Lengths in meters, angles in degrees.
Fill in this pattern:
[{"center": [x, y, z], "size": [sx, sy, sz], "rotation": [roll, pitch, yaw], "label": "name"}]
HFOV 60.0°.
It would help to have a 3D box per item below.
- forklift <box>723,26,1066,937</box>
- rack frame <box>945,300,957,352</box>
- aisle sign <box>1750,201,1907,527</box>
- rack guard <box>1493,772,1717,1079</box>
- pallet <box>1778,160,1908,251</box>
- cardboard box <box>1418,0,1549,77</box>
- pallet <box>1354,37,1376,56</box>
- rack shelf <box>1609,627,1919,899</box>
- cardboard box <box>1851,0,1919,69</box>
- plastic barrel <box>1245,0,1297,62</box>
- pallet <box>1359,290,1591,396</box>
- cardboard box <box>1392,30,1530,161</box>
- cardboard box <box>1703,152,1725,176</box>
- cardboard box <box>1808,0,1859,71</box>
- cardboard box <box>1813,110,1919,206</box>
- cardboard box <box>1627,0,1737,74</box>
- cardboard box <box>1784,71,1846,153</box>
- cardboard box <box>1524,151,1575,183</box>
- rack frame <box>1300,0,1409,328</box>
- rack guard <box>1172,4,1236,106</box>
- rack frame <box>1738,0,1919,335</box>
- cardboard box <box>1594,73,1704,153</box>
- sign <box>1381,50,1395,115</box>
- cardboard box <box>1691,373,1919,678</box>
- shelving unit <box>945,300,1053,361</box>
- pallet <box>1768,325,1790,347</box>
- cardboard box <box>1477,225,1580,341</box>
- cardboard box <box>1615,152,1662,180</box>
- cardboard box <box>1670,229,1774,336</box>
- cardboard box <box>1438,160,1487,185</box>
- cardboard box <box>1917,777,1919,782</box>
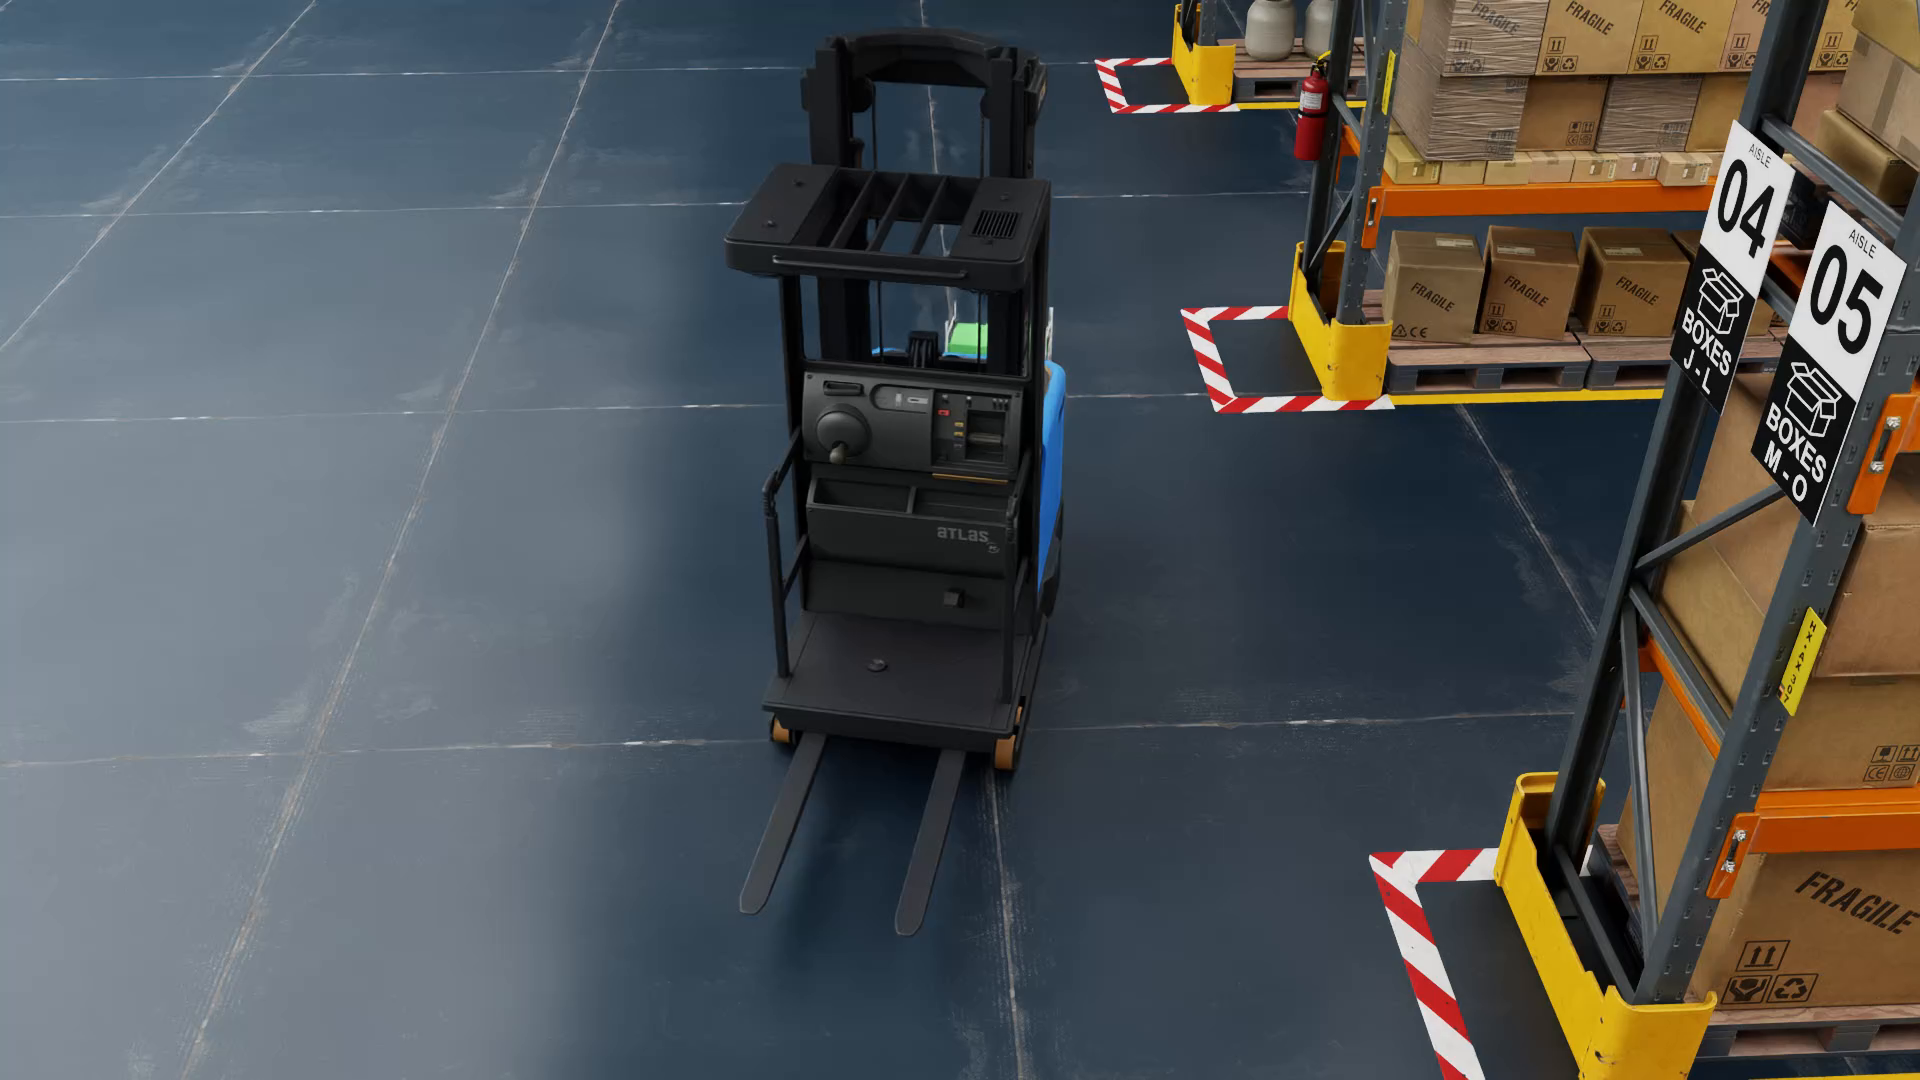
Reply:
[{"center": [-0.237, -0.422, 6.784], "size": [1.130, 2.935, 3.031], "rotation": [6, 35, 8], "label": "forklift"}, {"center": [-0.043, -0.651, 8.637], "size": [0.015, 1.200, 0.240], "rotation": [6, 35, 8], "label": "rack frame"}, {"center": [2.339, -0.472, 4.512], "size": [0.004, 0.787, 0.394], "rotation": [-2, 35, -2], "label": "aisle sign"}, {"center": [2.371, 1.453, 6.211], "size": [0.348, 0.500, 1.175], "rotation": [-2, 35, -2], "label": "rack guard"}, {"center": [3.136, -0.798, 4.710], "size": [1.213, 0.211, 1.003], "rotation": [-2, 35, -2], "label": "pallet"}, {"center": [2.824, -2.832, 8.979], "size": [0.500, 0.500, 0.500], "rotation": [-2, 35, -2], "label": "cardboard box"}, {"center": [4.128, -4.145, 14.554], "size": [1.213, 0.211, 1.003], "rotation": [-2, 35, -2], "label": "pallet"}, {"center": [4.393, 0.666, 5.783], "size": [4.000, 0.370, 1.077], "rotation": [-2, 35, -2], "label": "rack shelf"}, {"center": [2.716, -1.449, 4.636], "size": [0.250, 0.149, 0.380], "rotation": [-1, 35, -2], "label": "cardboard box"}, {"center": [2.681, -4.424, 14.324], "size": [0.421, 0.512, 0.421], "rotation": [0, 35, 0], "label": "plastic barrel"}, {"center": [3.151, -1.255, 10.378], "size": [1.213, 0.211, 1.003], "rotation": [-2, 35, -2], "label": "pallet"}, {"center": [2.812, -2.560, 9.464], "size": [0.500, 0.500, 0.875], "rotation": [-2, 35, -2], "label": "cardboard box"}, {"center": [4.304, -2.234, 9.563], "size": [0.250, 0.149, 0.380], "rotation": [-2, 35, -2], "label": "cardboard box"}, {"center": [4.822, -2.884, 9.054], "size": [0.500, 0.500, 0.500], "rotation": [-2, 35, -2], "label": "cardboard box"}, {"center": [2.711, -1.121, 4.862], "size": [0.250, 0.149, 0.380], "rotation": [-2, 35, -2], "label": "cardboard box"}, {"center": [3.823, -2.856, 9.013], "size": [0.500, 0.500, 0.500], "rotation": [-2, 35, -2], "label": "cardboard box"}, {"center": [4.809, -2.628, 9.562], "size": [0.500, 0.500, 0.875], "rotation": [-2, 35, -2], "label": "cardboard box"}, {"center": [3.307, -2.179, 9.484], "size": [0.250, 0.149, 0.380], "rotation": [-2, 35, -2], "label": "cardboard box"}, {"center": [2.261, -2.398, 9.579], "size": [0.127, 3.000, 1.000], "rotation": [-2, 35, -2], "label": "rack frame"}, {"center": [2.101, -4.214, 14.400], "size": [0.348, 0.500, 1.175], "rotation": [-2, 35, -2], "label": "rack guard"}, {"center": [2.395, -2.042, 3.794], "size": [0.127, 3.000, 1.000], "rotation": [-2, 35, -2], "label": "rack frame"}, {"center": [3.807, -2.631, 9.566], "size": [0.500, 0.500, 0.875], "rotation": [-2, 35, -2], "label": "cardboard box"}, {"center": [2.287, -2.445, 8.887], "size": [0.005, 0.325, 0.100], "rotation": [-2, 35, -2], "label": "sign"}, {"center": [2.768, -0.069, 5.133], "size": [0.550, 0.550, 0.875], "rotation": [-2, 35, -2], "label": "cardboard box"}, {"center": [0.197, -0.627, 8.601], "size": [0.503, 1.200, 0.258], "rotation": [6, 35, 8], "label": "shelving unit"}, {"center": [5.588, -1.321, 10.473], "size": [1.213, 0.211, 1.003], "rotation": [-2, 35, -2], "label": "pallet"}, {"center": [3.481, -1.585, 10.232], "size": [0.500, 0.500, 0.500], "rotation": [7, 35, 10], "label": "cardboard box"}, {"center": [3.806, -2.204, 9.520], "size": [0.250, 0.149, 0.380], "rotation": [-2, 35, -2], "label": "cardboard box"}, {"center": [4.667, -1.581, 10.226], "size": [0.500, 0.500, 0.500], "rotation": [-4, 35, -6], "label": "cardboard box"}, {"center": [2.808, -2.162, 9.459], "size": [0.250, 0.149, 0.380], "rotation": [-2, 35, -2], "label": "cardboard box"}, {"center": [3.312, 0.300, 5.549], "size": [0.550, 0.550, 0.875], "rotation": [-2, 35, -2], "label": "cardboard box"}]
